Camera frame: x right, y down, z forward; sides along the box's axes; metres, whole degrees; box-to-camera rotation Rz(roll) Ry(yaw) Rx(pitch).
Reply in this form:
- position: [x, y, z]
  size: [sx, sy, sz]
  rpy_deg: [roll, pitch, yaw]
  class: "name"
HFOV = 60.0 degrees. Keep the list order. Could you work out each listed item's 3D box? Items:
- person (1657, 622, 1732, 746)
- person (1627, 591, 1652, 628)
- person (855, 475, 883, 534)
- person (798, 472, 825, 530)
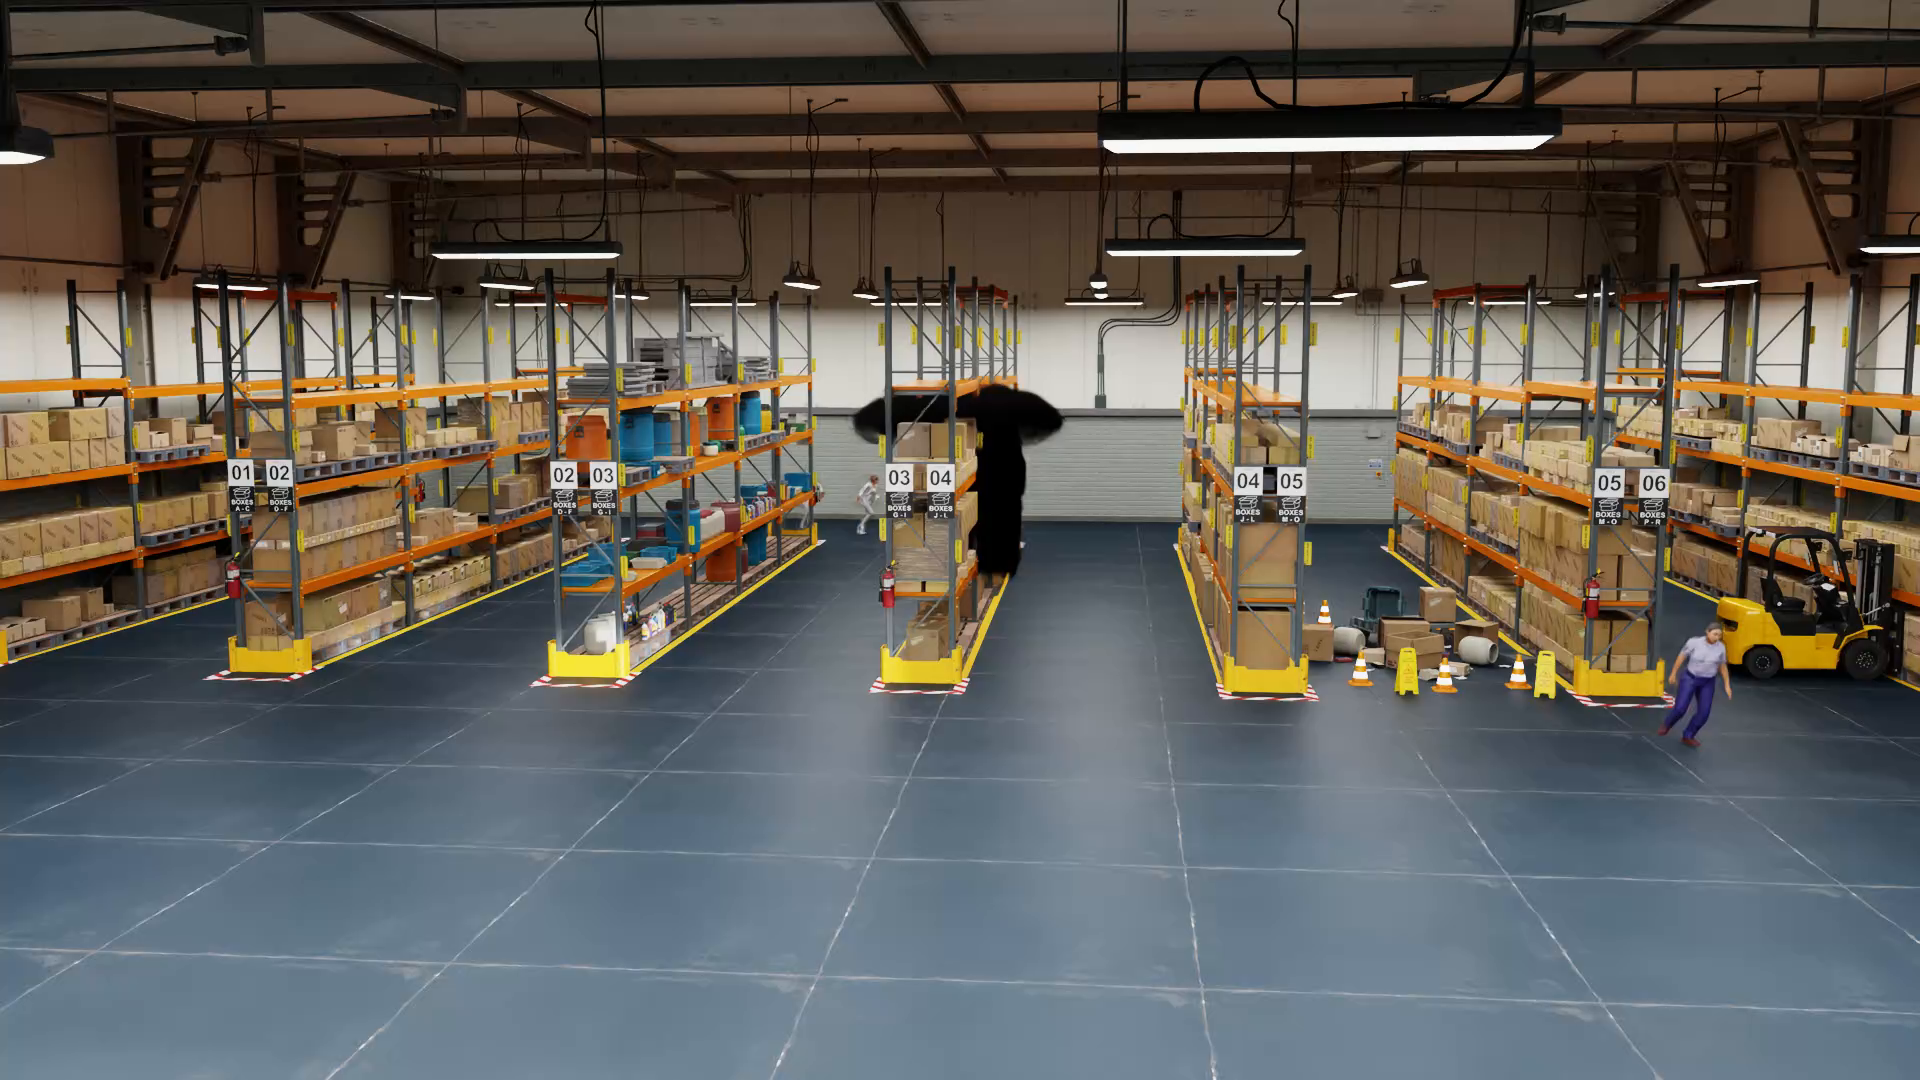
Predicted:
- position: [9.029, 1.749, 20.423]
  size: [0.743, 1.567, 0.606]
  rpy_deg: [0, 7, 3]
  class: "person"
- position: [11.736, 0.787, 28.747]
  size: [0.640, 1.506, 1.117]
  rpy_deg: [-2, 7, -18]
  class: "person"
- position: [-2.303, -0.912, 42.444]
  size: [0.670, 1.522, 0.525]
  rpy_deg: [4, 8, 31]
  class: "person"
- position: [-3.838, -0.942, 42.885]
  size: [0.751, 1.611, 0.558]
  rpy_deg: [-6, 9, -40]
  class: "person"
